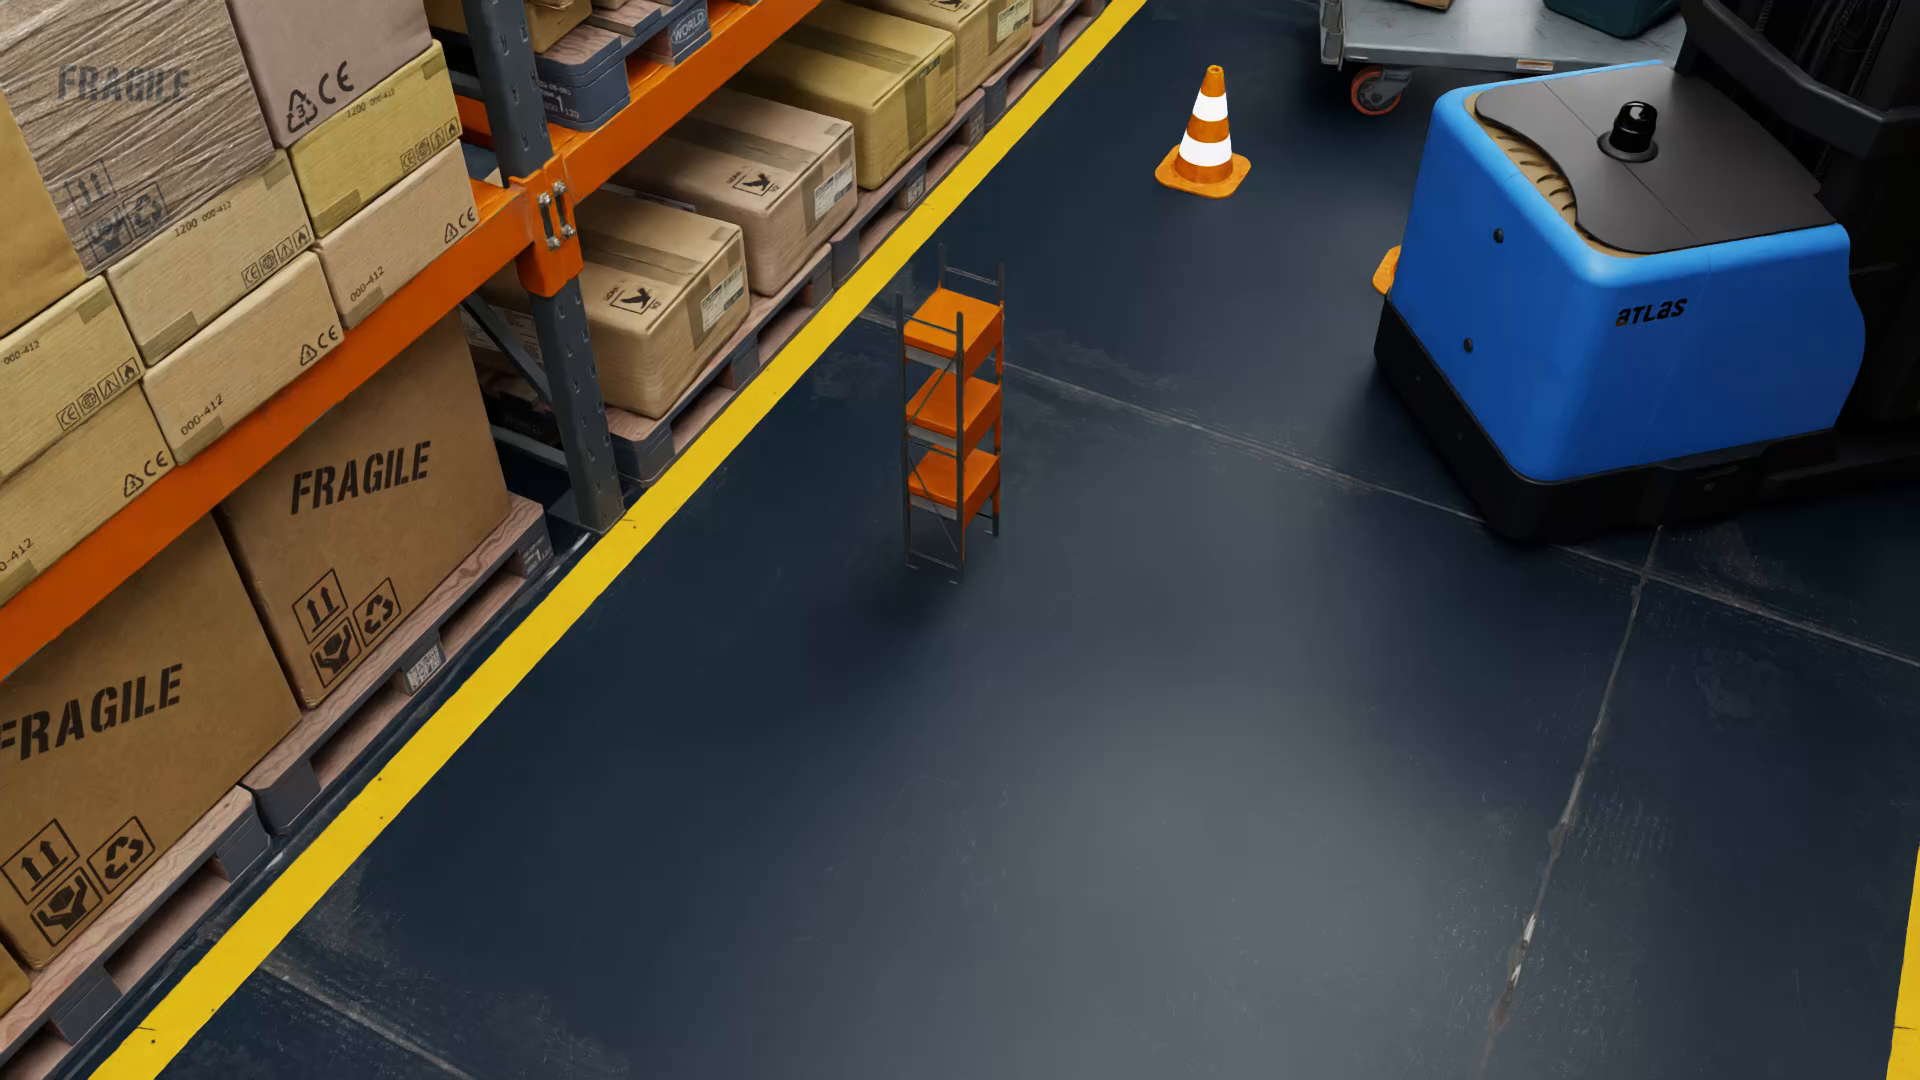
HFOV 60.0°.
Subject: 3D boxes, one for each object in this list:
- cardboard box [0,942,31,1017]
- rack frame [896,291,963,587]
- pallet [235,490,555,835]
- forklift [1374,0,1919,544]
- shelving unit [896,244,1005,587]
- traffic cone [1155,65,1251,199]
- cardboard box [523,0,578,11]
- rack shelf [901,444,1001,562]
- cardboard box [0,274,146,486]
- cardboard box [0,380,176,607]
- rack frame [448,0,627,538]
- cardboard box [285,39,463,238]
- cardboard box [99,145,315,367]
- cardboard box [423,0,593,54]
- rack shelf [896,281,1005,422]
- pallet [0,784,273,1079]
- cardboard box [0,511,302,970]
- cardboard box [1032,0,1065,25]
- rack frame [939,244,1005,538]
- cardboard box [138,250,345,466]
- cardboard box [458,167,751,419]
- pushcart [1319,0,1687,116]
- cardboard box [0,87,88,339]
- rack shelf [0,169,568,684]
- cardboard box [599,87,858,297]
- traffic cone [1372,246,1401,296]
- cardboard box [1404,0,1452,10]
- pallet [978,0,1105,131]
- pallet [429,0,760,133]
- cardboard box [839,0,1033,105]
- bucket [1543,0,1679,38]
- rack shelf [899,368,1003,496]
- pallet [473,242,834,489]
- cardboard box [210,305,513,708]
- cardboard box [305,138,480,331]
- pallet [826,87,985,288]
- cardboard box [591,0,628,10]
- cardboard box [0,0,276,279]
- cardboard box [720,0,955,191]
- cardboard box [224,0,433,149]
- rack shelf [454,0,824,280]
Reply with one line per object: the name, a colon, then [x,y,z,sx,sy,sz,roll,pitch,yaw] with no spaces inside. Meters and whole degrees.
cardboard box: [-2.768,0.864,3.485,0.875,0.875,0.875,22,49,20]
rack frame: [-0.081,-0.258,4.767,0.200,1.050,0.008,20,49,19]
pallet: [-1.973,0.186,4.918,1.003,0.211,1.213,20,49,19]
forklift: [3.015,-1.594,4.765,3.031,2.935,1.130,-11,46,-10]
shelving unit: [-0.025,-0.335,4.843,0.215,1.050,0.252,20,49,19]
traffic cone: [0.980,-1.651,6.556,0.336,0.463,0.334,20,49,19]
cardboard box: [-1.127,-1.761,4.306,0.500,0.500,0.500,19,48,18]
rack shelf: [-0.025,-0.133,5.048,0.215,0.259,0.240,20,49,19]
cardboard box: [-1.995,-0.347,3.238,0.500,0.250,0.500,19,48,18]
cardboard box: [-2.017,-0.170,3.415,0.500,0.250,0.500,20,49,19]
rack frame: [-1.541,-1.266,4.392,1.000,3.000,0.127,20,49,19]
cardboard box: [-1.541,-1.000,3.884,0.500,0.250,0.500,20,49,19]
cardboard box: [-1.775,-0.676,3.563,0.500,0.250,0.500,19,48,18]
cardboard box: [-1.225,-1.469,4.474,0.380,0.149,0.250,18,48,17]
rack shelf: [-0.025,-0.527,4.649,0.215,0.259,0.240,20,49,19]
pallet: [-2.541,0.951,4.161,1.003,0.211,1.213,20,49,19]
cardboard box: [-2.353,0.301,4.042,0.875,0.875,0.875,21,49,20]
cardboard box: [0.075,-2.679,7.341,0.950,0.372,0.625,21,49,20]
rack frame: [0.032,-0.412,4.919,0.200,1.050,0.008,20,49,19]
cardboard box: [-1.769,-0.482,3.723,0.500,0.250,0.500,21,49,20]
cardboard box: [-1.270,-0.843,5.526,0.950,0.372,0.625,17,48,16]
pushcart: [2.359,-2.143,7.103,1.648,0.377,0.936,5,46,5]
cardboard box: [-2.016,-0.604,2.965,0.500,0.500,0.500,20,49,19]
rack shelf: [-2.469,0.247,3.403,1.077,0.370,4.000,20,49,19]
cardboard box: [-0.934,-1.310,5.988,0.950,0.372,0.625,20,49,18]
traffic cone: [1.732,-1.138,6.049,0.336,0.463,0.334,20,49,19]
cardboard box: [1.907,-2.605,6.940,0.500,0.500,0.500,20,49,19]
pallet: [-0.044,-2.315,7.389,1.003,0.211,1.213,20,49,19]
pallet: [-1.304,-1.683,4.939,1.213,0.211,1.003,20,49,19]
cardboard box: [-0.256,-2.225,6.892,0.950,0.372,0.625,23,50,21]
bucket: [2.768,-2.446,6.791,0.620,0.611,0.726,-39,56,-20]
rack shelf: [-0.025,-0.328,4.851,0.215,0.259,0.240,20,49,19]
pallet: [-1.177,-0.778,5.870,1.003,0.211,1.213,20,49,19]
cardboard box: [-1.935,-0.259,4.596,0.875,0.875,0.875,20,49,19]
cardboard box: [-1.546,-0.809,4.046,0.500,0.250,0.500,19,48,18]
pallet: [-0.609,-1.543,6.627,1.003,0.211,1.213,20,49,19]
cardboard box: [-1.064,-1.636,4.639,0.380,0.149,0.250,18,48,17]
cardboard box: [-1.780,-0.915,3.272,0.500,0.500,0.500,21,49,20]
cardboard box: [-0.577,-1.786,6.459,0.950,0.372,0.625,22,49,20]
cardboard box: [-1.549,-1.241,3.594,0.500,0.500,0.500,19,48,18]
rack shelf: [-0.612,-2.273,5.894,1.077,0.370,4.000,20,49,19]
